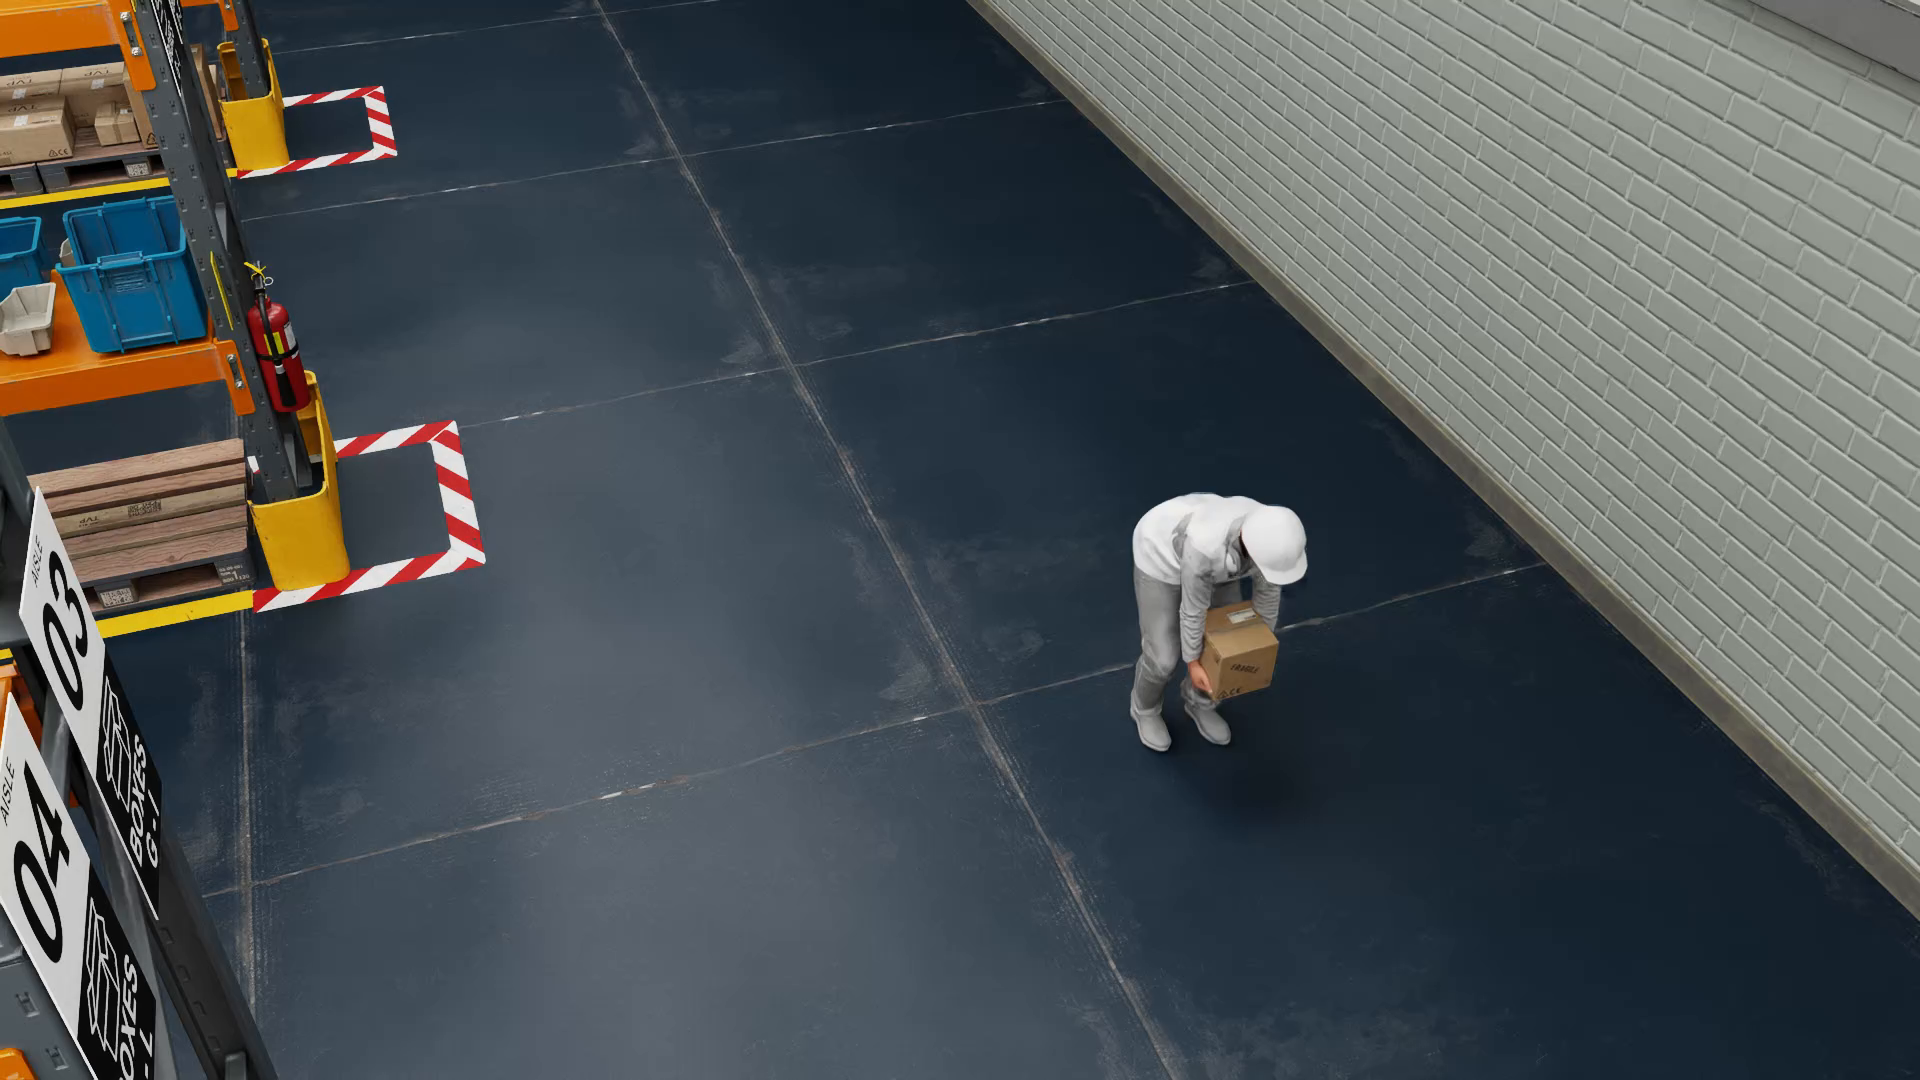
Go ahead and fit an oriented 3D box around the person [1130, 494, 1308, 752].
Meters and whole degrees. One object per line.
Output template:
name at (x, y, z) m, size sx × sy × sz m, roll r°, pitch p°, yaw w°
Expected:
person at (1.018, 0.306, 6.611) m, size 0.473 × 1.477 × 0.870 m, roll -14°, pitch 40°, yaw -17°
